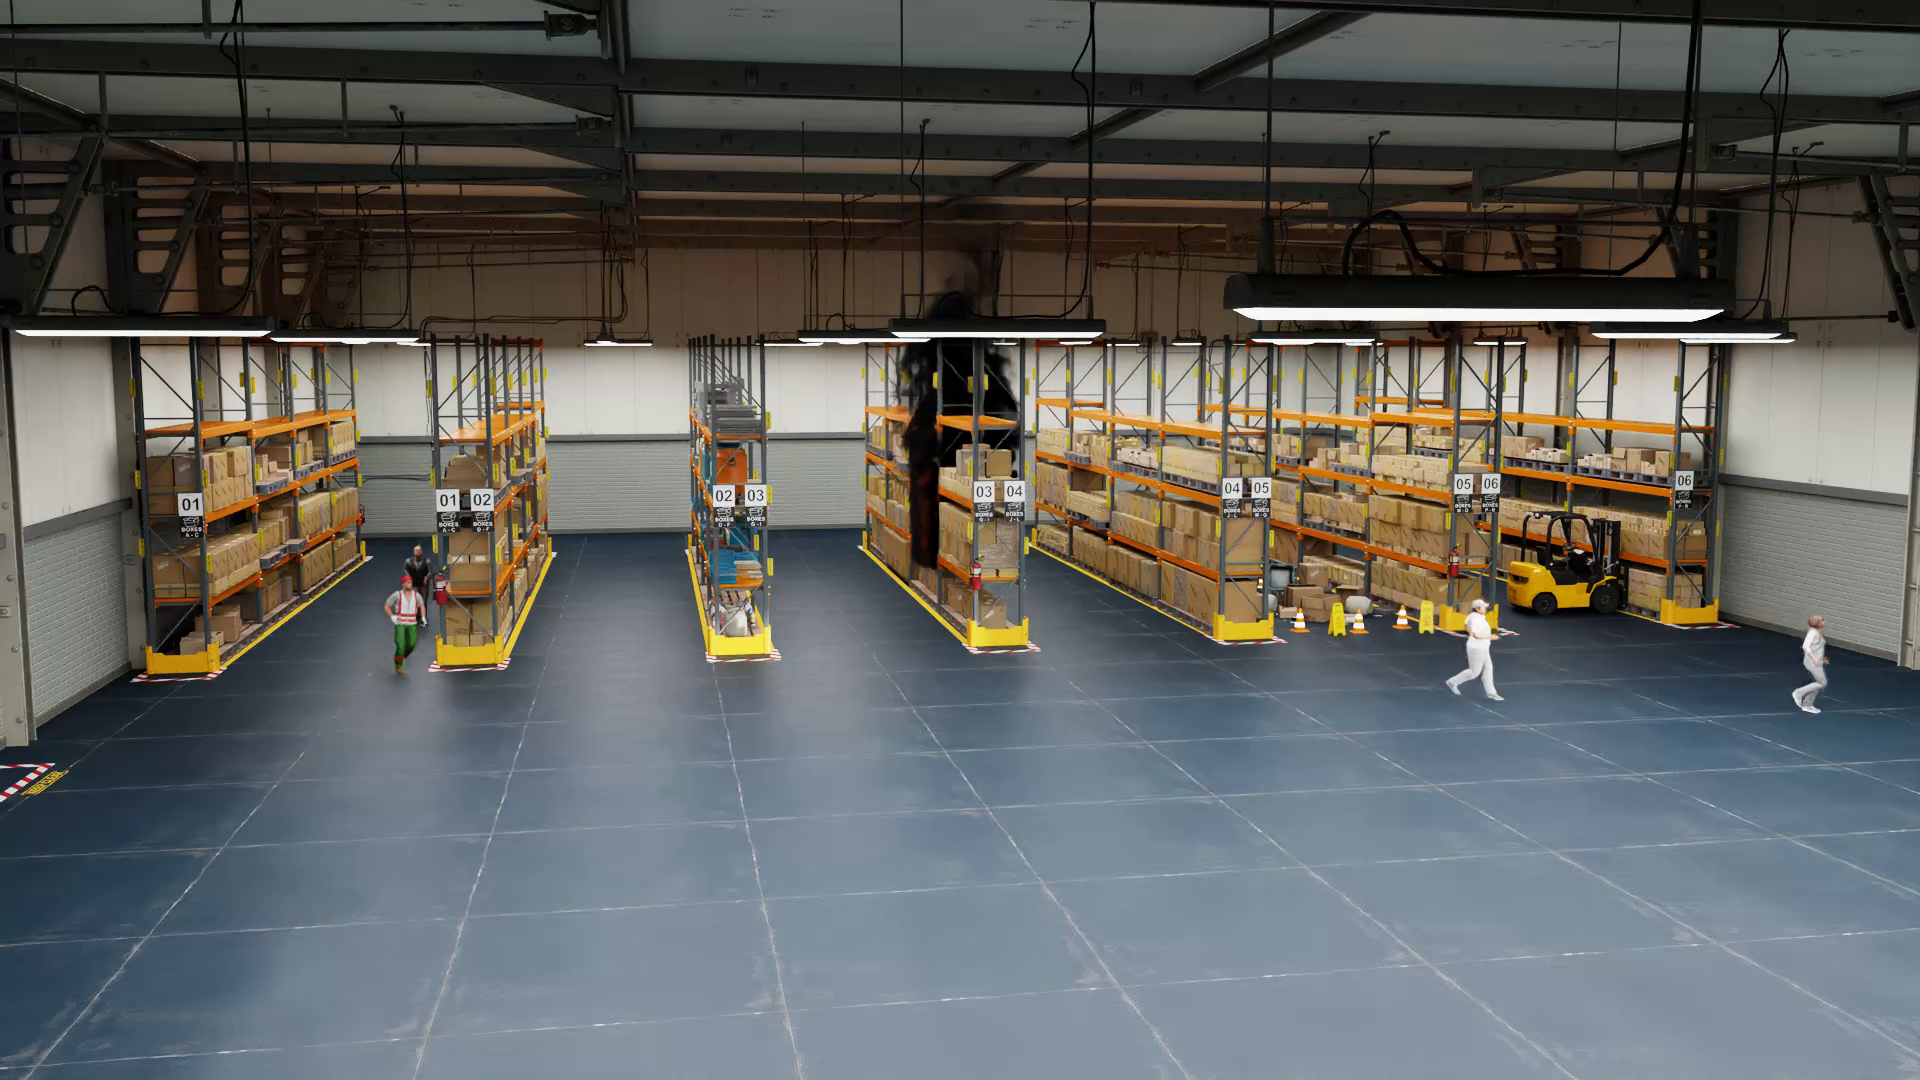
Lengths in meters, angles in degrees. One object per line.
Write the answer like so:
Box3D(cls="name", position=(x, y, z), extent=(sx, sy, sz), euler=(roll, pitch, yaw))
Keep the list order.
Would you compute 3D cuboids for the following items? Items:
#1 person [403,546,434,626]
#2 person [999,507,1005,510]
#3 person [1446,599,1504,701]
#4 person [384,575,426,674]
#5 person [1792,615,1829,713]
Box3D(cls="person", position=(-11.181, 0.953, 34.361), extent=(0.595, 1.675, 0.733), euler=(-2, 7, -20))
Box3D(cls="person", position=(0.997, -0.655, 48.256), extent=(0.767, 1.727, 0.750), euler=(3, 7, 22))
Box3D(cls="person", position=(8.420, 1.791, 27.108), extent=(0.921, 1.667, 0.609), euler=(2, 7, 20))
Box3D(cls="person", position=(-9.814, 1.493, 29.485), extent=(0.730, 1.735, 0.538), euler=(-5, 8, -35))
Box3D(cls="person", position=(13.444, 1.953, 26.256), extent=(0.494, 1.564, 0.534), euler=(4, 8, 32))
